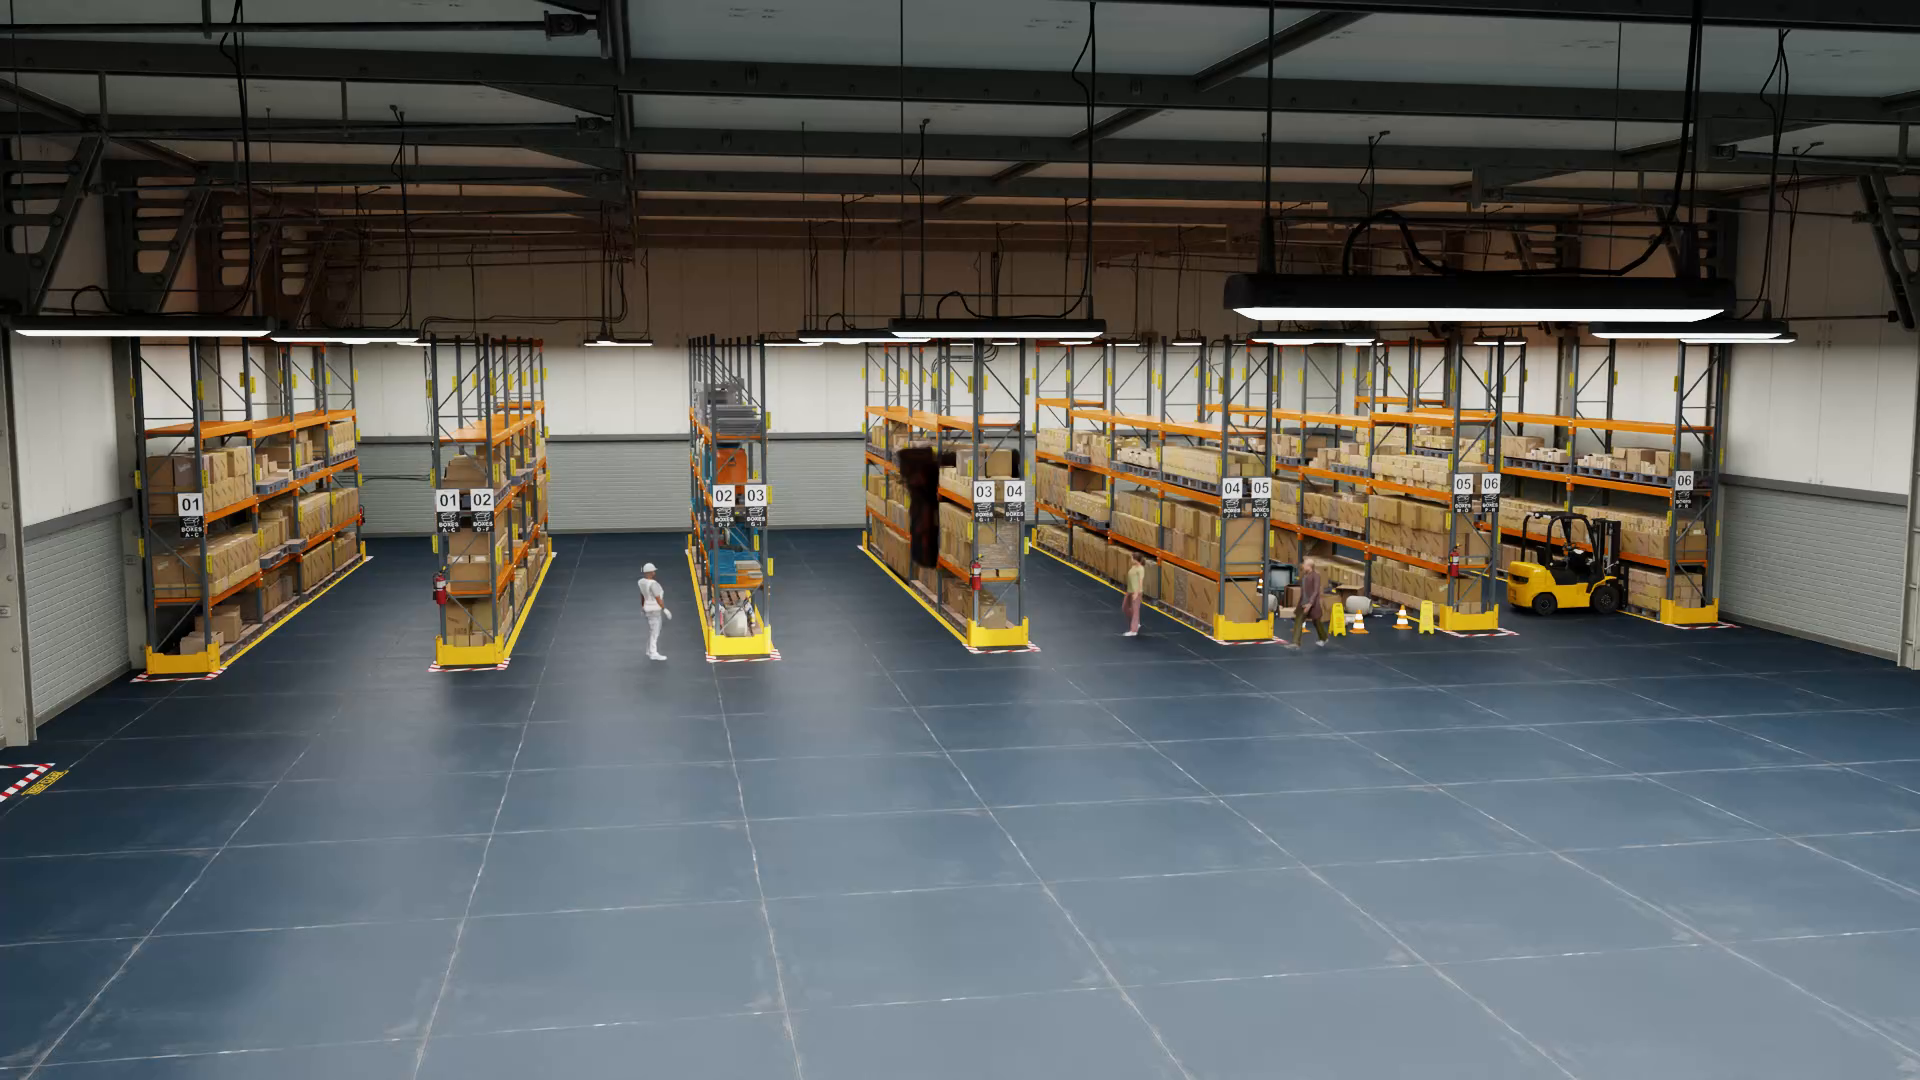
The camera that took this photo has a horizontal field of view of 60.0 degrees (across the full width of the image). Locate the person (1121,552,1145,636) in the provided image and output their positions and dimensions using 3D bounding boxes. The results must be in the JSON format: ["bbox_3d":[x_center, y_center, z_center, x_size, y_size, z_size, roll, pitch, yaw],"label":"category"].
[{"bbox_3d":[3.467,1.076,33.384,0.498,1.687,0.535,-3,7,-27],"label":"person"}]

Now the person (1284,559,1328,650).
[{"bbox_3d":[6.657,1.224,31.705,0.524,1.741,1.119,6,9,43],"label":"person"}]

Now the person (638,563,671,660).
[{"bbox_3d":[-5.645,1.336,30.773,0.583,1.837,0.642,-1,7,-12],"label":"person"}]
